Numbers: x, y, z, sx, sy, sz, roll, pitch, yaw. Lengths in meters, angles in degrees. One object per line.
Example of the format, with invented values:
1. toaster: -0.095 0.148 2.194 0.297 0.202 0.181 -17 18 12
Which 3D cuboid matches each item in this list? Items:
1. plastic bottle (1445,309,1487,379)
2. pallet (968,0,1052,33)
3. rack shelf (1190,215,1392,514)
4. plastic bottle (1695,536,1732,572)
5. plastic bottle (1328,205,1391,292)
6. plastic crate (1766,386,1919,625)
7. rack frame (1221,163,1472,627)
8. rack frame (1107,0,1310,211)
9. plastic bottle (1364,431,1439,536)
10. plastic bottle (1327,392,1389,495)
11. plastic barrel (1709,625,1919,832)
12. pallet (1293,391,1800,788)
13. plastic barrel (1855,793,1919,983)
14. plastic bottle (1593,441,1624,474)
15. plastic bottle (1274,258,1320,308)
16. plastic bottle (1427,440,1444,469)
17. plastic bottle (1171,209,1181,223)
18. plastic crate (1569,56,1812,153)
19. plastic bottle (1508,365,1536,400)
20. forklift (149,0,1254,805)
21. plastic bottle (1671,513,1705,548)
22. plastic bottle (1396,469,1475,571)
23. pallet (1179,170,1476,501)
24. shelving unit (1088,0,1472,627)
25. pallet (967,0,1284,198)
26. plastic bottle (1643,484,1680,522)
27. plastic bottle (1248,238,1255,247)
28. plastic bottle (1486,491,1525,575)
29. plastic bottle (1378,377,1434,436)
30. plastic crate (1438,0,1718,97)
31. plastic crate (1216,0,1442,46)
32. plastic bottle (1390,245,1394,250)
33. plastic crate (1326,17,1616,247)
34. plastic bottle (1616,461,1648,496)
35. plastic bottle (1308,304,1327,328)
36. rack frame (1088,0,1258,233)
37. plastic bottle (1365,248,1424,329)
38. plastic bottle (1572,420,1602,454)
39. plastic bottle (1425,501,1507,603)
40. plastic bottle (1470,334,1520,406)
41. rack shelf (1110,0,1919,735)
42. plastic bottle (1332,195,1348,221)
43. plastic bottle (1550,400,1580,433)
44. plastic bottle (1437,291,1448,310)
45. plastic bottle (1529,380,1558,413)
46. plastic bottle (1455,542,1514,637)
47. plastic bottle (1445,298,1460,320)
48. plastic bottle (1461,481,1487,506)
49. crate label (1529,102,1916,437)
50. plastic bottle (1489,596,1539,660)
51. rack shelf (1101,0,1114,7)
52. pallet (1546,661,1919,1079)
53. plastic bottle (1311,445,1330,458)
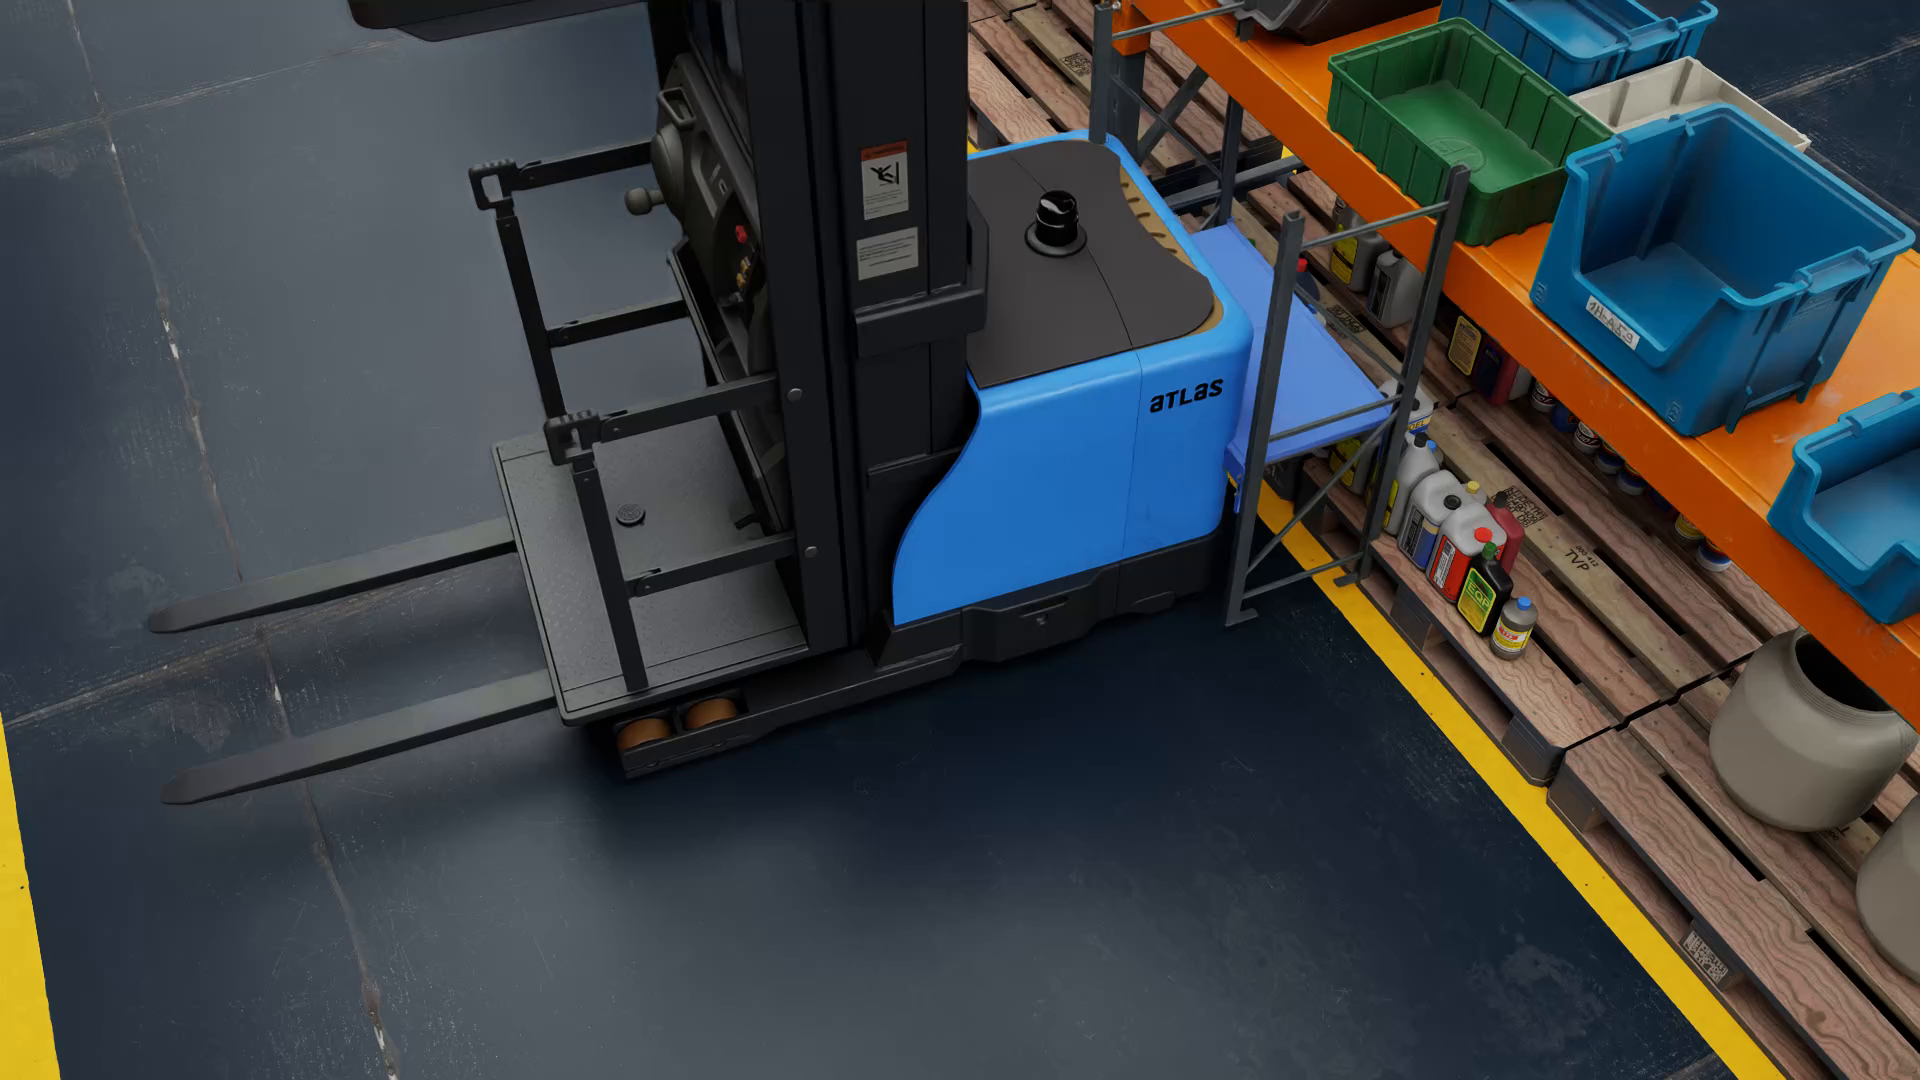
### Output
1. plastic bottle: 1.650 -0.663 5.350 0.061 0.283 0.133 -21 52 -18
2. pallet: -0.013 -2.554 7.343 1.003 0.211 1.213 -21 52 -18
3. rack shelf: 0.815 -0.550 4.947 0.538 0.185 1.000 -18 50 -14
4. plastic bottle: 2.221 -0.032 4.806 0.097 0.271 0.097 0 49 0
5. plastic bottle: 1.366 -1.033 5.628 0.144 0.351 0.185 -21 52 -18
6. plastic crate: 1.986 -0.084 3.430 0.499 0.251 0.408 -21 52 -18
7. rack frame: 1.007 -0.324 4.496 0.500 1.500 0.032 -18 50 -14
8. rack frame: 0.943 -2.142 5.130 1.000 3.000 0.127 -21 52 -18
9. plastic bottle: 1.309 -0.196 4.896 0.144 0.351 0.185 -19 52 -16
10. plastic bottle: 1.224 -0.321 5.005 0.144 0.351 0.185 -22 52 -18
11. plastic barrel: 2.175 0.467 4.223 0.421 0.512 0.421 0 49 0
12. pallet: 1.776 0.058 5.059 1.003 0.211 1.213 -21 52 -18
13. plastic barrel: 2.404 0.802 3.930 0.421 0.512 0.421 0 49 0
14. plastic bottle: 2.018 -0.328 5.065 0.097 0.271 0.097 0 49 0
15. plastic bottle: 1.072 -0.781 5.408 0.144 0.351 0.185 -21 52 -18
16. plastic bottle: 1.397 -0.218 5.014 0.097 0.201 0.097 0 49 0
17. plastic bottle: 0.699 -1.024 5.673 0.097 0.271 0.097 0 49 0
18. plastic crate: 1.911 -1.055 4.356 0.530 0.136 0.437 -21 52 -18
19. plastic bottle: 1.801 -0.603 5.302 0.152 0.276 0.135 -20 52 -17
20. forklift: -0.786 -0.761 3.968 3.031 2.935 1.130 -16 51 -13
21. plastic bottle: 2.174 -0.078 4.892 0.097 0.201 0.097 0 49 0
22. plastic bottle: 1.389 -0.062 4.829 0.152 0.276 0.135 -23 53 -19
23. pallet: 1.213 -0.760 5.774 1.003 0.211 1.213 -21 52 -18
24. shelving unit: 0.811 -0.670 4.813 0.538 1.500 1.048 -18 50 -14
25. pallet: 0.549 -1.736 6.628 1.003 0.211 1.213 -21 52 -18
26. plastic bottle: 2.134 -0.194 4.939 0.061 0.283 0.133 -20 52 -17
27. plastic bottle: 0.966 -0.858 5.520 0.061 0.283 0.133 -21 52 -18
28. plastic bottle: 1.547 -0.009 4.777 0.061 0.283 0.133 -21 52 -18
29. plastic bottle: 1.345 -0.364 5.093 0.152 0.276 0.135 -21 52 -18
30. plastic crate: 1.691 -1.446 4.620 0.499 0.251 0.616 -21 52 -18
31. plastic crate: 1.070 -1.727 4.809 0.767 0.338 0.504 -21 52 -18
32. plastic bottle: 1.494 -1.083 5.672 0.144 0.351 0.185 -22 53 -18
33. plastic crate: 1.313 -1.066 4.331 0.450 0.188 0.662 -21 52 -18
34. plastic bottle: 2.064 -0.261 5.006 0.097 0.271 0.097 0 49 0
35. plastic bottle: 1.117 -0.650 5.346 0.097 0.271 0.097 0 49 0
36. rack frame: 0.616 -1.017 5.130 0.500 1.500 0.032 -18 50 -14
37. plastic bottle: 1.462 -0.862 5.528 0.152 0.276 0.135 -21 52 -18
38. plastic bottle: 1.973 -0.372 5.149 0.097 0.201 0.097 0 49 0
39. plastic bottle: 1.452 0.031 4.747 0.152 0.276 0.135 -21 52 -17
40. plastic bottle: 1.706 -0.569 5.267 0.061 0.283 0.133 -21 52 -18
41. rack shelf: 1.858 -0.566 4.230 1.077 0.370 4.000 -21 52 -18
42. plastic bottle: 1.386 -1.230 5.900 0.097 0.201 0.097 0 49 0
43. plastic bottle: 1.926 -0.464 5.183 0.097 0.271 0.097 0 49 0
44. plastic bottle: 1.582 -0.954 5.559 0.144 0.351 0.185 -24 53 -19
45. plastic bottle: 1.879 -0.509 5.269 0.097 0.201 0.097 0 49 0
46. plastic bottle: 1.474 0.135 4.652 0.061 0.283 0.133 -20 52 -17
47. plastic bottle: 1.693 -0.837 5.502 0.061 0.283 0.133 -18 51 -15
48. plastic bottle: 1.491 -0.093 4.905 0.097 0.201 0.097 0 49 0
49. crate label: 1.691 -0.615 3.772 0.502 0.435 0.616 -21 52 -18
50. plastic bottle: 1.543 0.234 4.620 0.097 0.201 0.097 0 49 0
51. rack shelf: 0.028 -3.243 6.572 1.077 0.370 4.000 -21 52 -18
52. pallet: 2.330 0.873 4.346 1.003 0.211 1.213 -21 52 -18
53. plastic bottle: 1.139 -0.358 5.137 0.097 0.201 0.097 0 49 0
